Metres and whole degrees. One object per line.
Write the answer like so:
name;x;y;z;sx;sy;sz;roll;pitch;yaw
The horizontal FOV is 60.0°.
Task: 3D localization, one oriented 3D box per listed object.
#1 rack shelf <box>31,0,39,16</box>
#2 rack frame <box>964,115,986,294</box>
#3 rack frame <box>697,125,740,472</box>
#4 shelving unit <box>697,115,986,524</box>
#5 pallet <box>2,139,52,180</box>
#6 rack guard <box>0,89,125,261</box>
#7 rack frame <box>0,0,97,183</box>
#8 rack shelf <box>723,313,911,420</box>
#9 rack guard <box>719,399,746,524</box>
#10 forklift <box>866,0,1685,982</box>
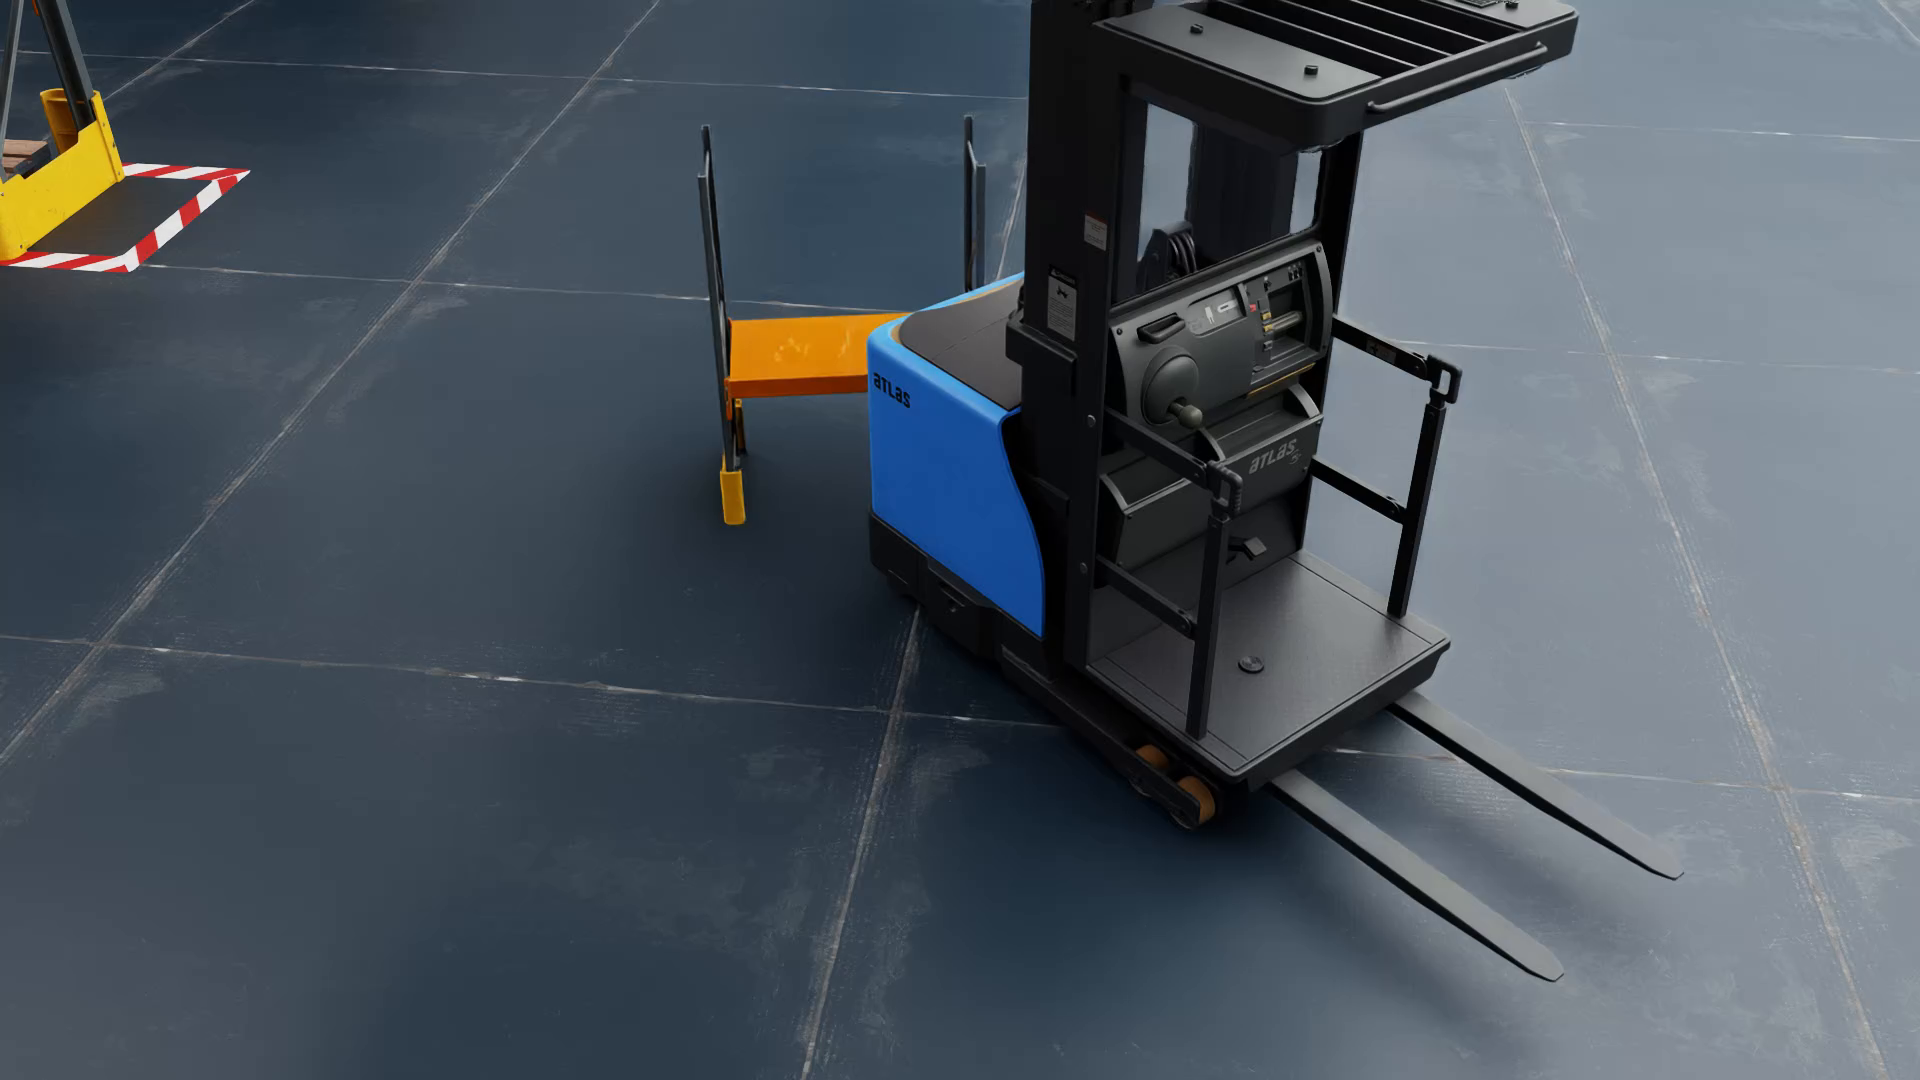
rack shelf;-7.023;-2.924;8.884;4.000;0.370;1.077;4;36;6
rack frame;0.055;-0.902;6.723;0.032;1.500;0.500;-3;36;-4
rack frame;-0.957;-0.845;6.643;0.032;1.500;0.500;-3;36;-4
shelving unit;-0.460;-0.873;6.682;1.083;1.500;0.587;-3;36;-4
pallet;-5.925;-1.975;9.336;1.213;0.211;1.003;4;36;6
rack guard;-5.120;-2.030;9.164;0.348;0.500;1.175;4;36;6
rack frame;-5.039;-3.069;8.468;0.127;3.000;1.000;4;36;6
rack shelf;-0.451;-0.727;6.788;1.000;0.185;0.538;-3;36;-4
rack guard;-0.955;-0.337;7.007;0.087;0.250;0.587;-3;36;-4
forklift;0.963;-0.584;5.045;1.130;2.935;3.031;-25;43;-31
